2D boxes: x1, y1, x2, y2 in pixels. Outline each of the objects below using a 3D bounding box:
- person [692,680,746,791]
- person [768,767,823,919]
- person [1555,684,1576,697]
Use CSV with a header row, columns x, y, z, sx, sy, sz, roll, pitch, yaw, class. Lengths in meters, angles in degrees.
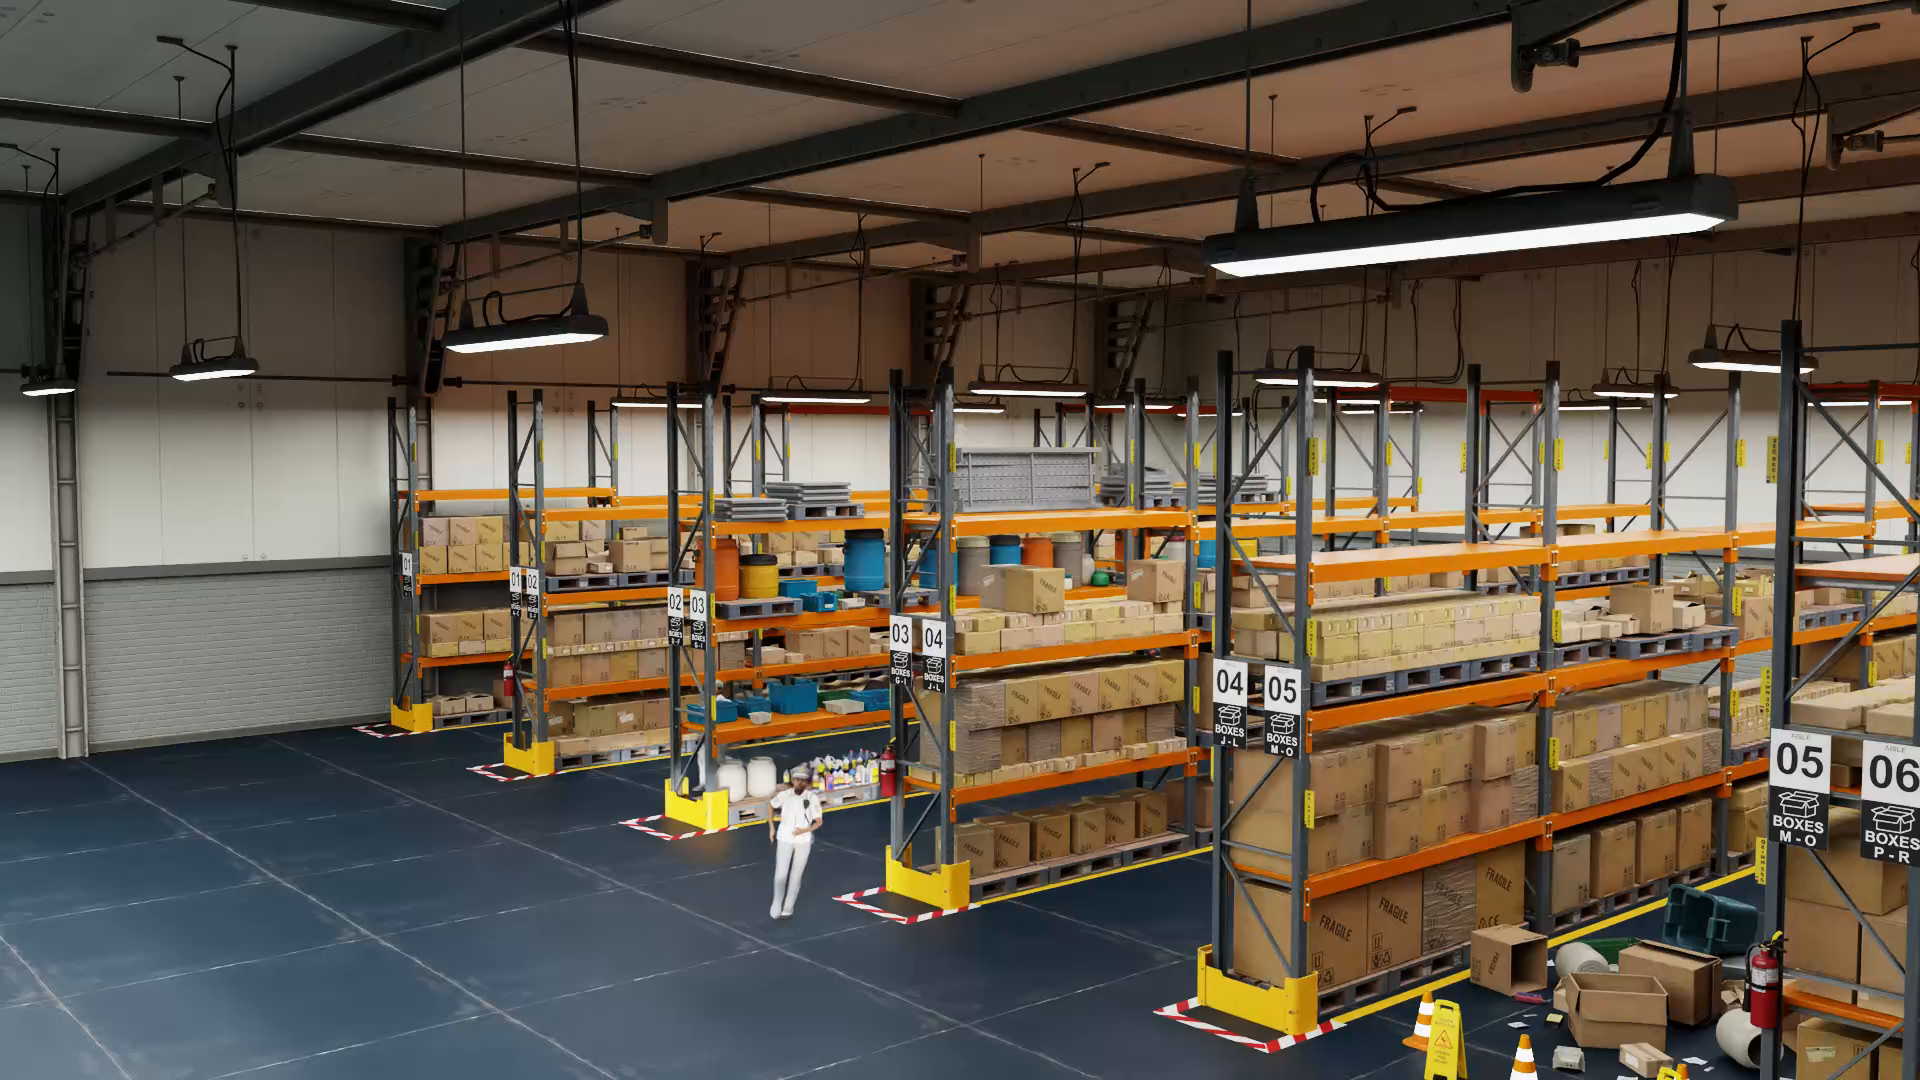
x,y,z,sx,sy,sz,roll,pitch,yaw,class
-3.620,2.894,24.777,0.862,1.638,0.619,-3,5,-44,person
-1.783,3.277,18.023,0.591,1.667,0.564,0,3,-7,person
8.989,2.871,24.635,0.665,1.730,0.583,3,5,44,person
